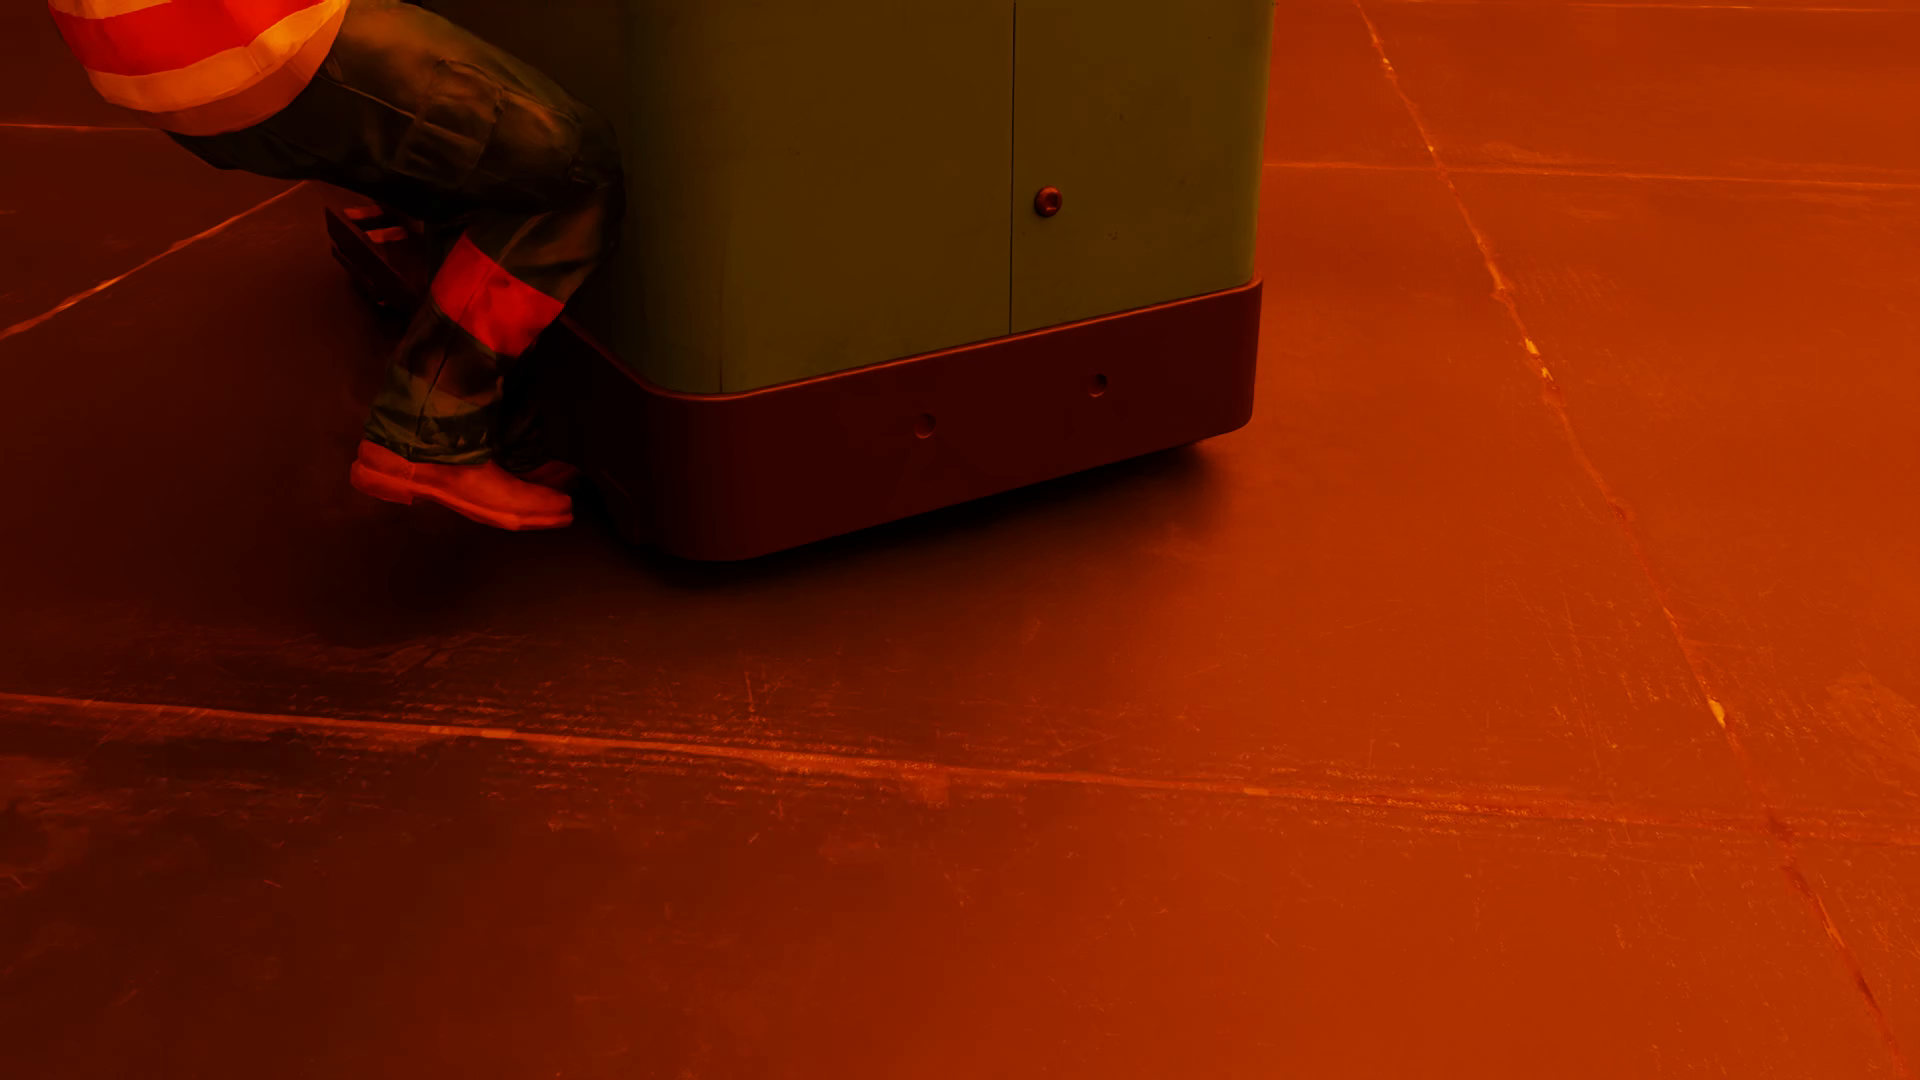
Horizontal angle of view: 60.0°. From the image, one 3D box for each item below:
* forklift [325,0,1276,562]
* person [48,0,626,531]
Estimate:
[{"bbox_3d":[-0.719,-1.896,3.018,1.130,2.935,3.031,-15,30,-28],"label":"forklift"},{"bbox_3d":[-0.701,-0.708,2.112,0.829,1.629,1.106,-20,33,-34],"label":"person"}]
